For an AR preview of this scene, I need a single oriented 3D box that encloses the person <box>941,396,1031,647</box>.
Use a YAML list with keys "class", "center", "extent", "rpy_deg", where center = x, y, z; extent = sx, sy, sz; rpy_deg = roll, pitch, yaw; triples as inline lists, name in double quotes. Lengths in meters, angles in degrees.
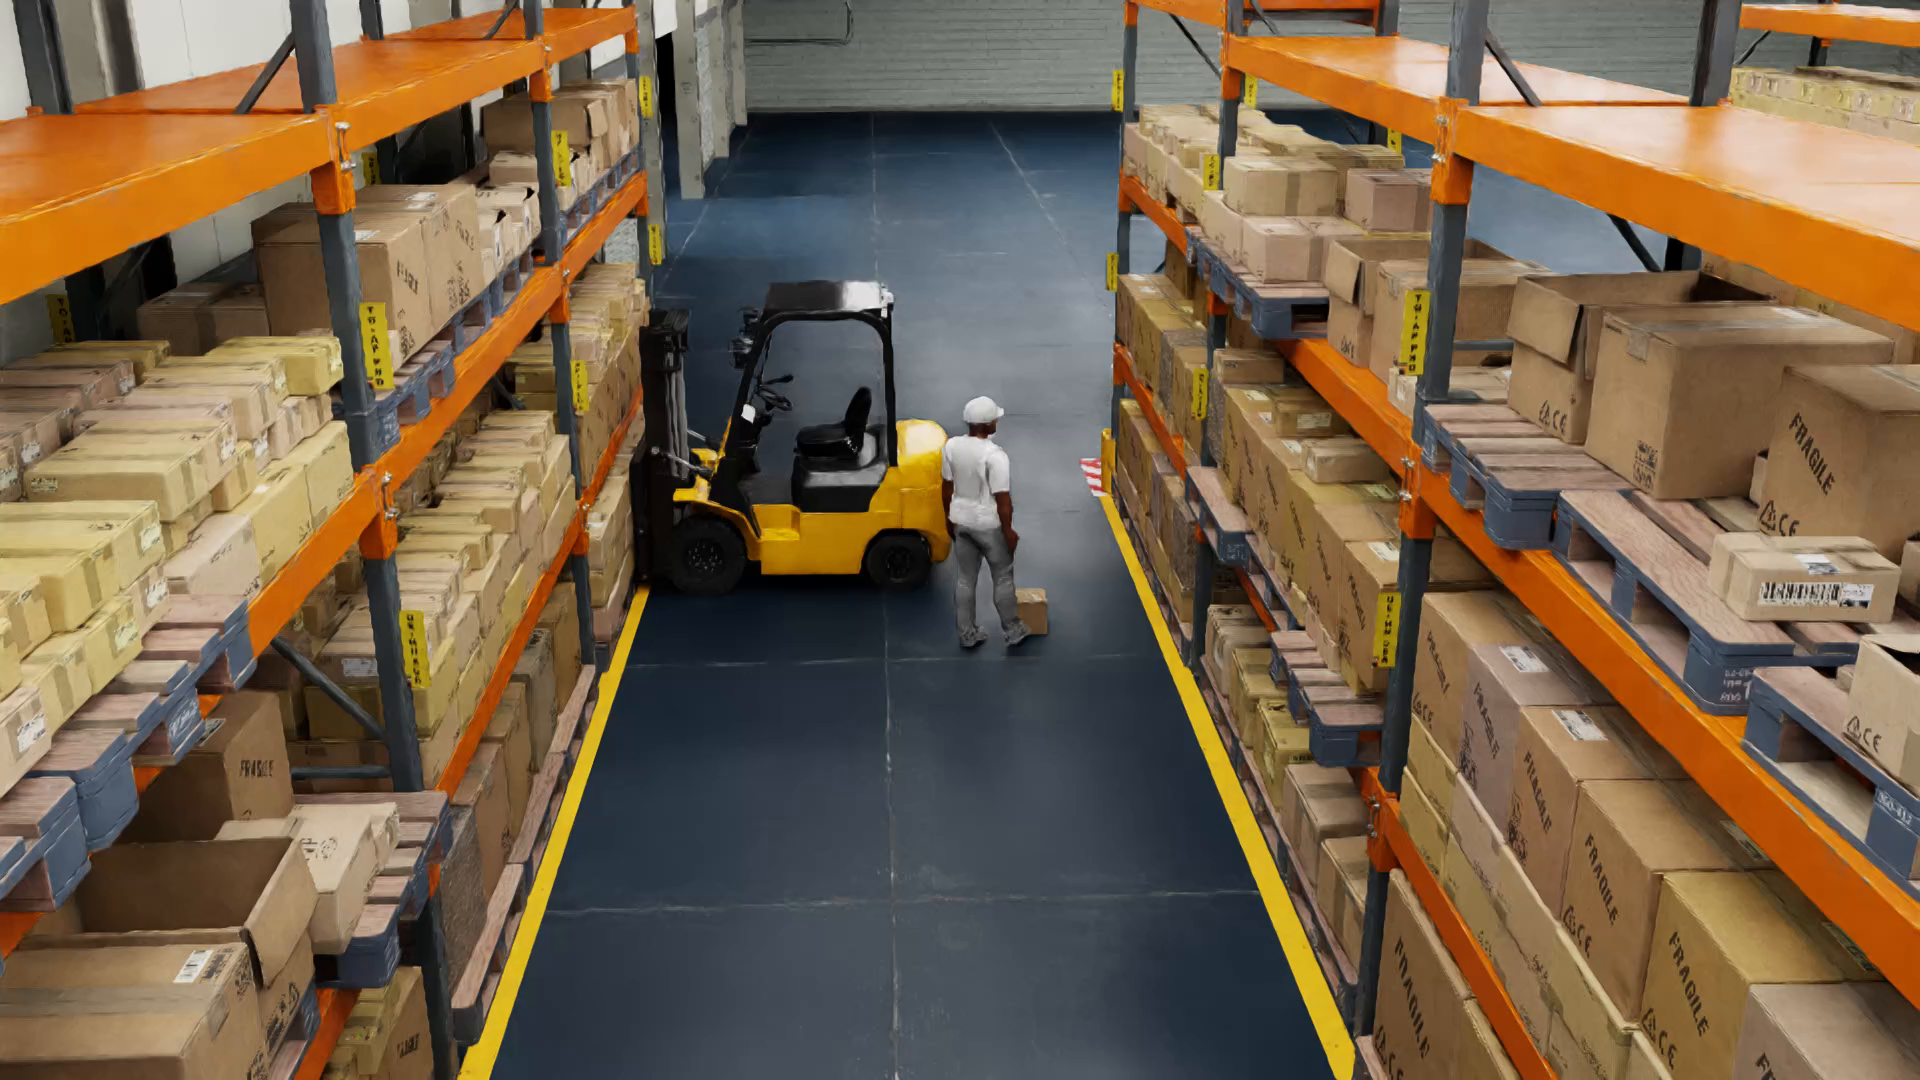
- class: "person"
  center: [0.194, -0.143, 11.397]
  extent: [0.578, 1.769, 0.571]
  rpy_deg: [16, 25, 36]
